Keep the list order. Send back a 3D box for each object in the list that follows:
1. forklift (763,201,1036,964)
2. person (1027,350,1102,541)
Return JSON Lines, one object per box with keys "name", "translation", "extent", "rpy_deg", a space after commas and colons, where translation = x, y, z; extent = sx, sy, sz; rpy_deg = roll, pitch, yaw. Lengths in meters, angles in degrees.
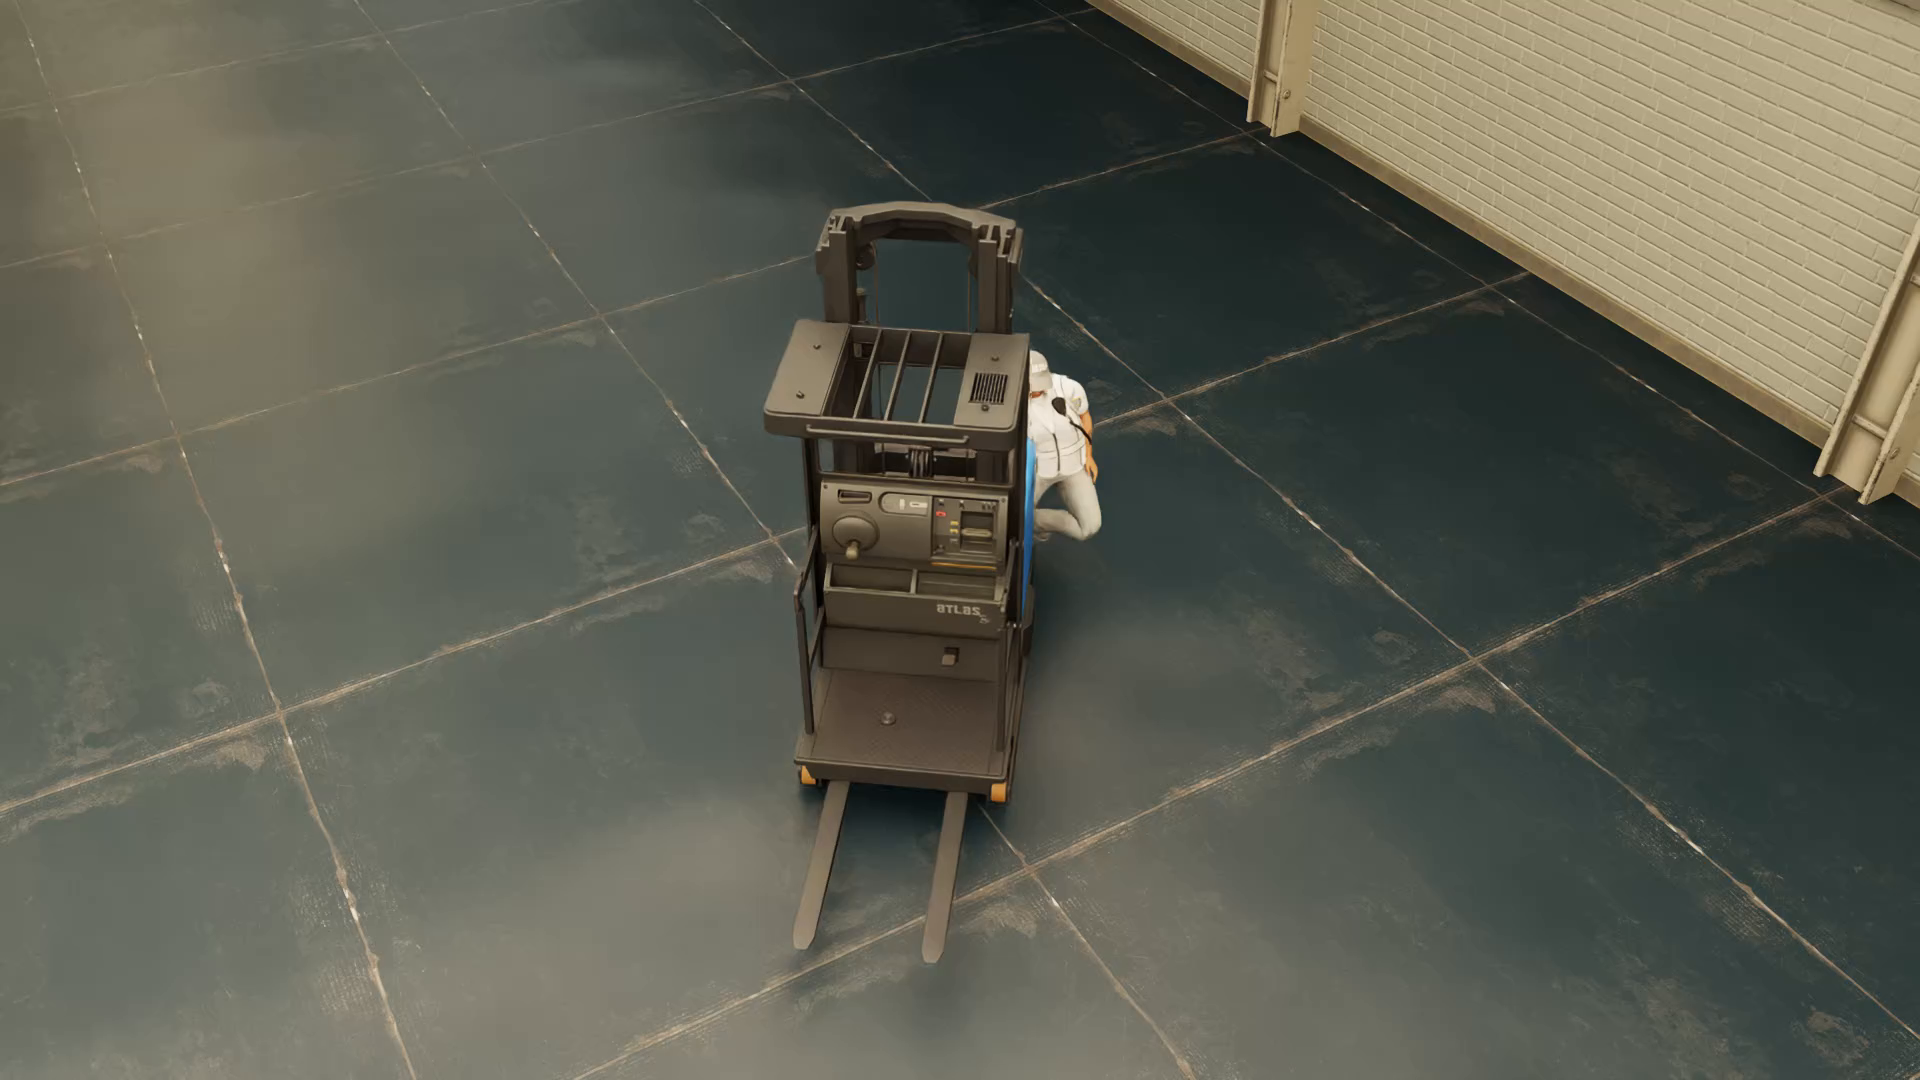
{"name": "forklift", "translation": [-0.252, 0.002, 8.033], "extent": [1.130, 2.935, 3.031], "rpy_deg": [4, 40, 5]}
{"name": "person", "translation": [0.428, -0.345, 9.546], "extent": [0.749, 1.532, 0.666], "rpy_deg": [-6, 40, -8]}
